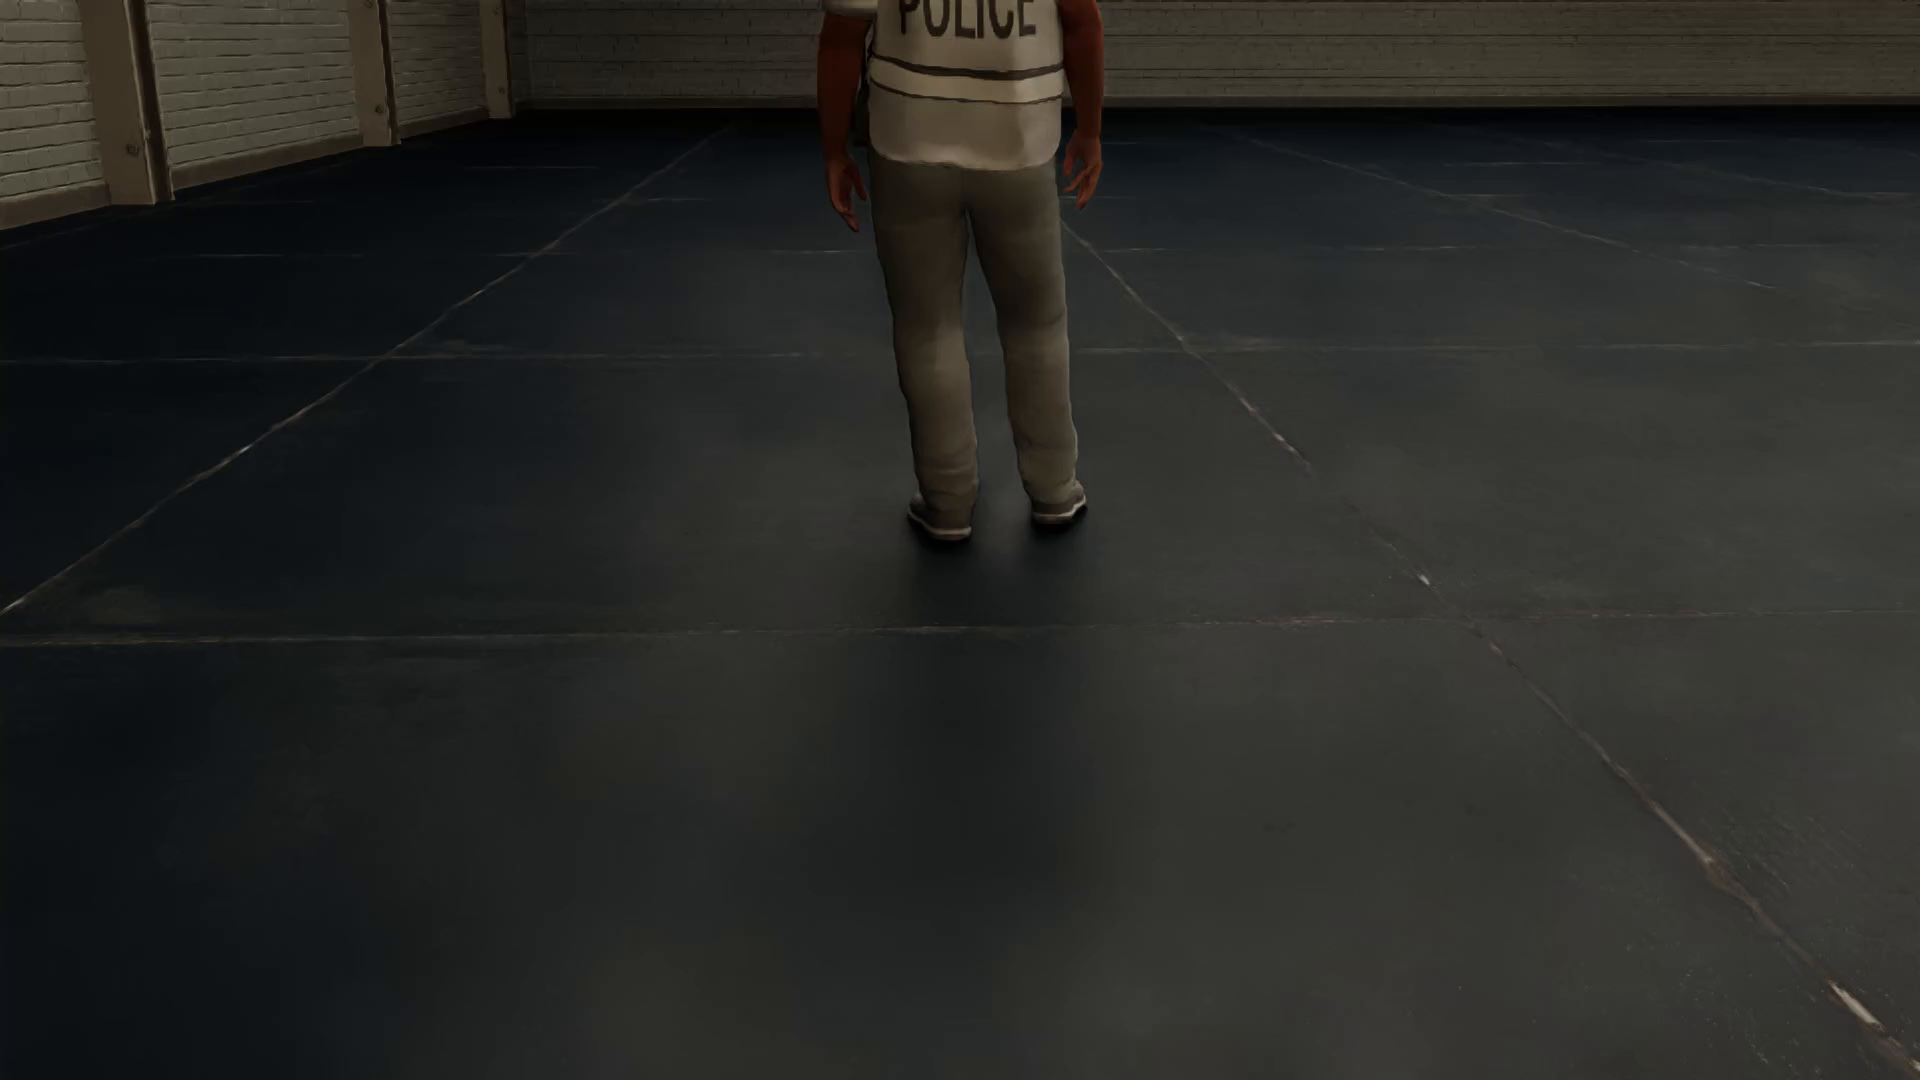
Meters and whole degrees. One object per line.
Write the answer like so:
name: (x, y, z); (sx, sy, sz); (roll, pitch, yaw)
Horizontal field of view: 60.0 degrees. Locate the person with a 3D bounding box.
person: (0.008, -0.883, 3.730); (0.640, 1.781, 0.574); (-1, 17, -3)
